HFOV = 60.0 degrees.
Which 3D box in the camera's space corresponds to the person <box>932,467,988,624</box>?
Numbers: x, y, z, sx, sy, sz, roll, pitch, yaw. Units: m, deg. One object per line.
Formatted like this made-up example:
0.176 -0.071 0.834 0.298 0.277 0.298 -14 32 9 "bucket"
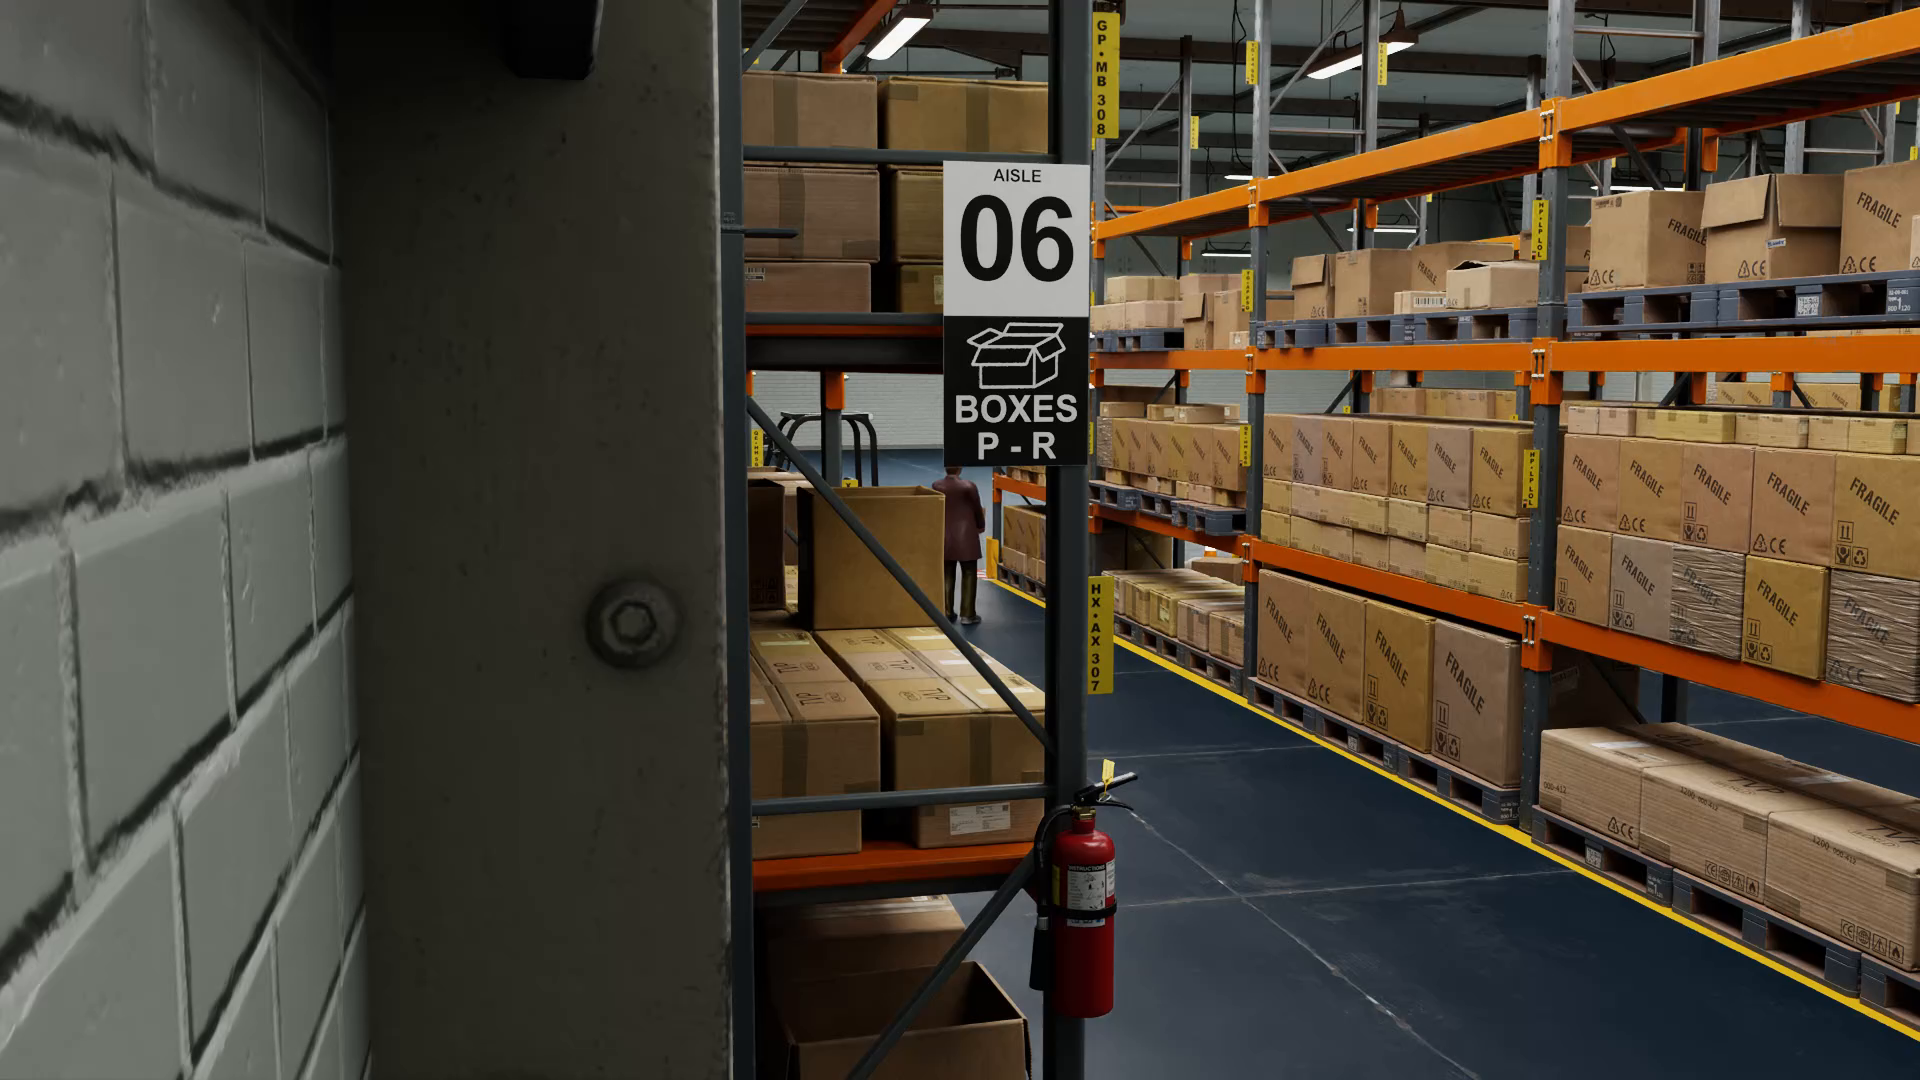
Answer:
-0.023 -0.022 17.315 0.591 1.777 0.424 2 6 22 "person"
